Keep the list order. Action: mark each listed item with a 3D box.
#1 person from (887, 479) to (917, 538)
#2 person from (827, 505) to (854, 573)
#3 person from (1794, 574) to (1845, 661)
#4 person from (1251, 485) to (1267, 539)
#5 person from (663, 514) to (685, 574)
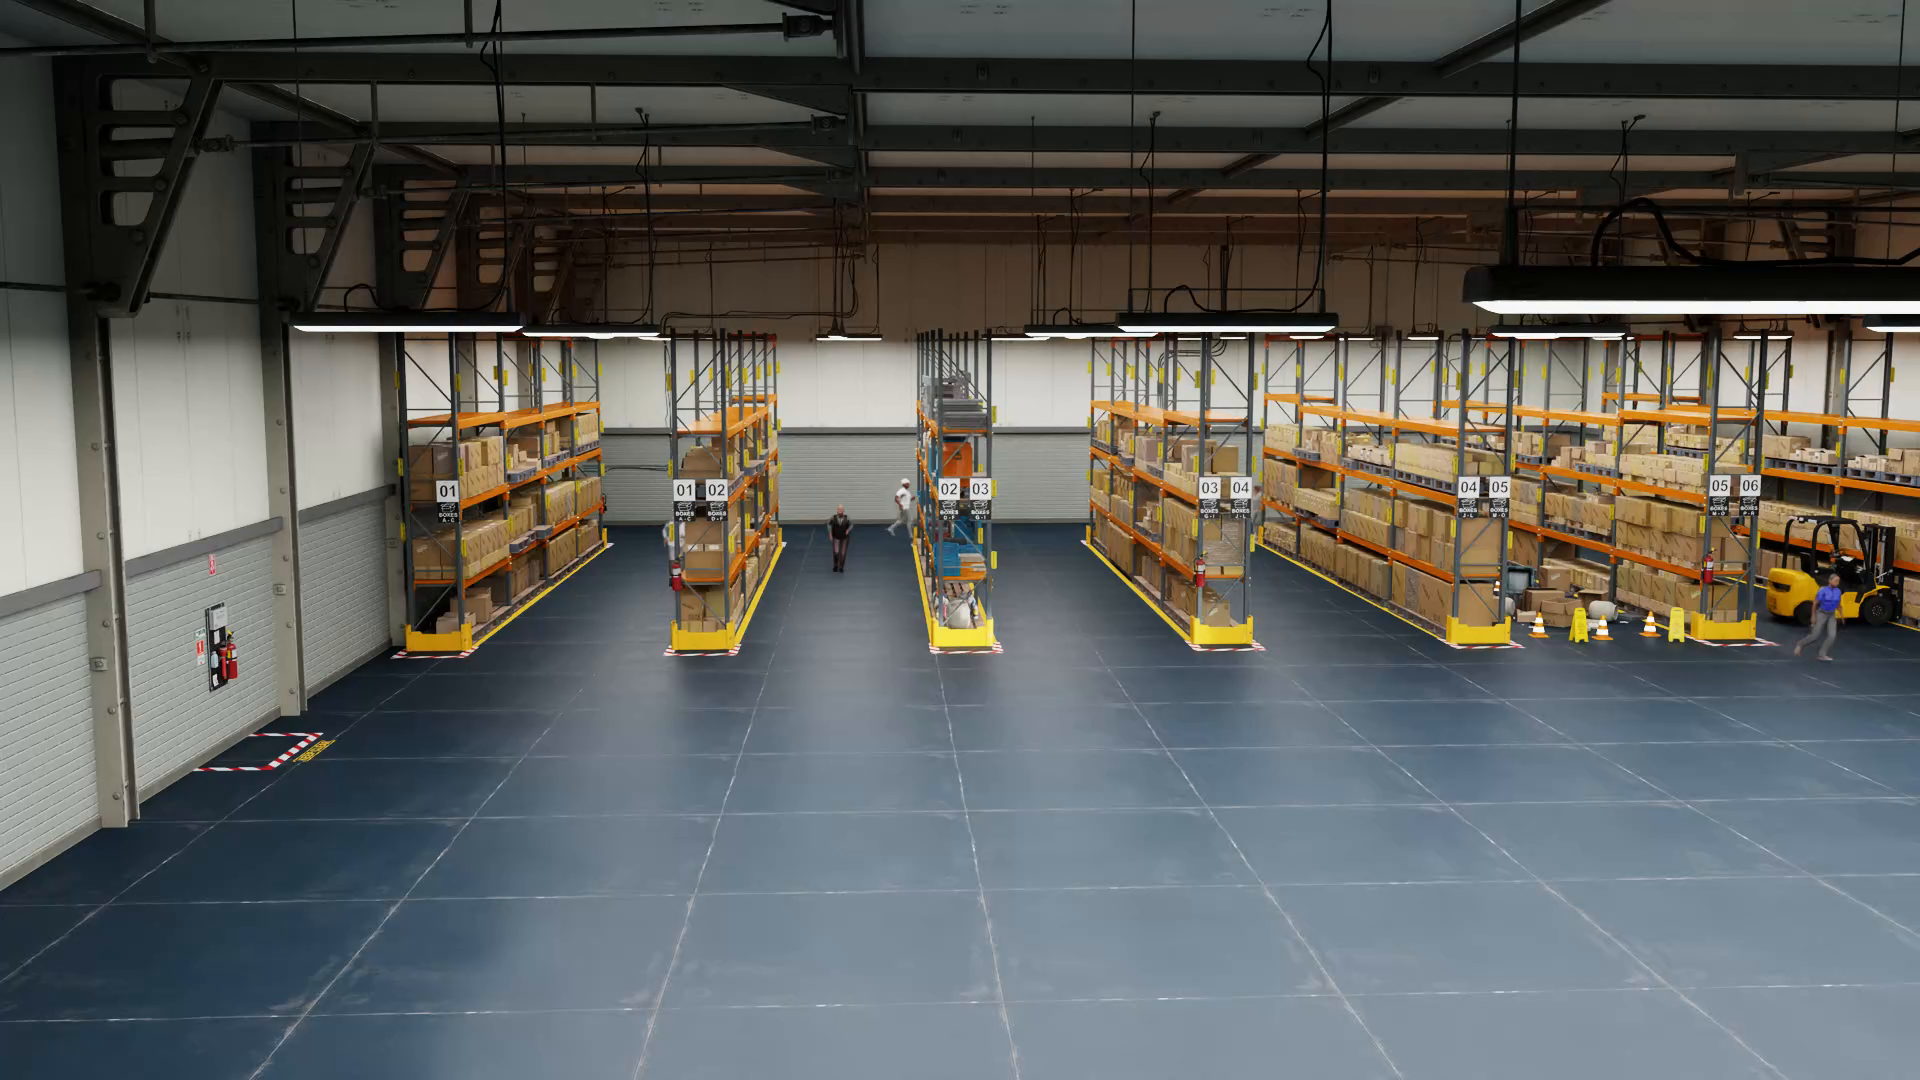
[{"bbox_3d":[-1.654,-0.925,48.752,0.976,1.749,0.682,0,7,-1],"label":"person"},{"bbox_3d":[-2.980,-0.012,41.542,0.666,1.707,0.666,-1,7,-8],"label":"person"},{"bbox_3d":[15.597,1.385,30.165,0.668,1.580,0.619,-2,7,-13],"label":"person"},{"bbox_3d":[8.865,-0.821,49.008,0.611,1.586,0.538,-3,7,-25],"label":"person"},{"bbox_3d":[-6.799,0.154,39.862,0.646,1.800,0.725,-1,7,-9],"label":"person"}]
